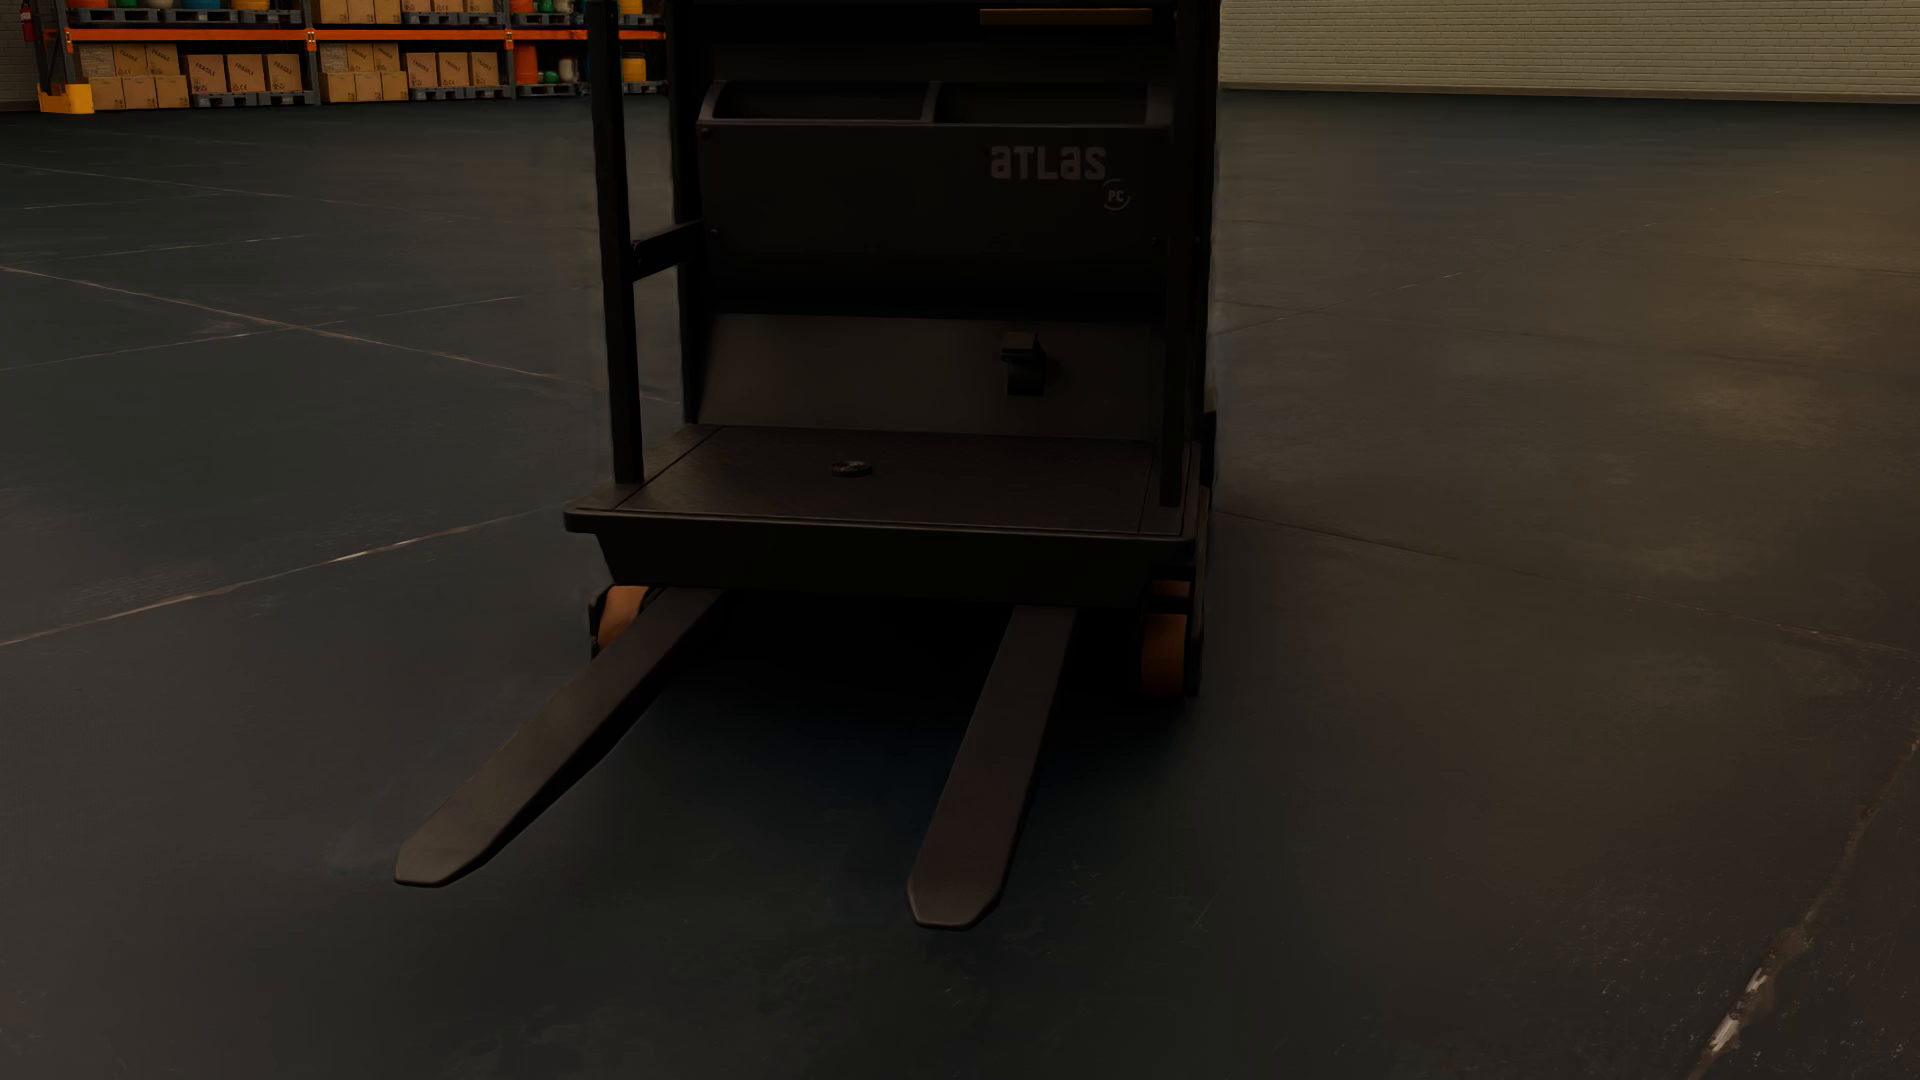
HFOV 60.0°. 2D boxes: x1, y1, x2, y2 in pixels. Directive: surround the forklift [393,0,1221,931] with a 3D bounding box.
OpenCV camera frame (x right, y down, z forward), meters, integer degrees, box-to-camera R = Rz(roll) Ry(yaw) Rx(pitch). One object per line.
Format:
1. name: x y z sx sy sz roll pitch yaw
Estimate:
1. forklift: -0.080 -1.220 2.916 1.130 2.935 3.031 3 17 9
